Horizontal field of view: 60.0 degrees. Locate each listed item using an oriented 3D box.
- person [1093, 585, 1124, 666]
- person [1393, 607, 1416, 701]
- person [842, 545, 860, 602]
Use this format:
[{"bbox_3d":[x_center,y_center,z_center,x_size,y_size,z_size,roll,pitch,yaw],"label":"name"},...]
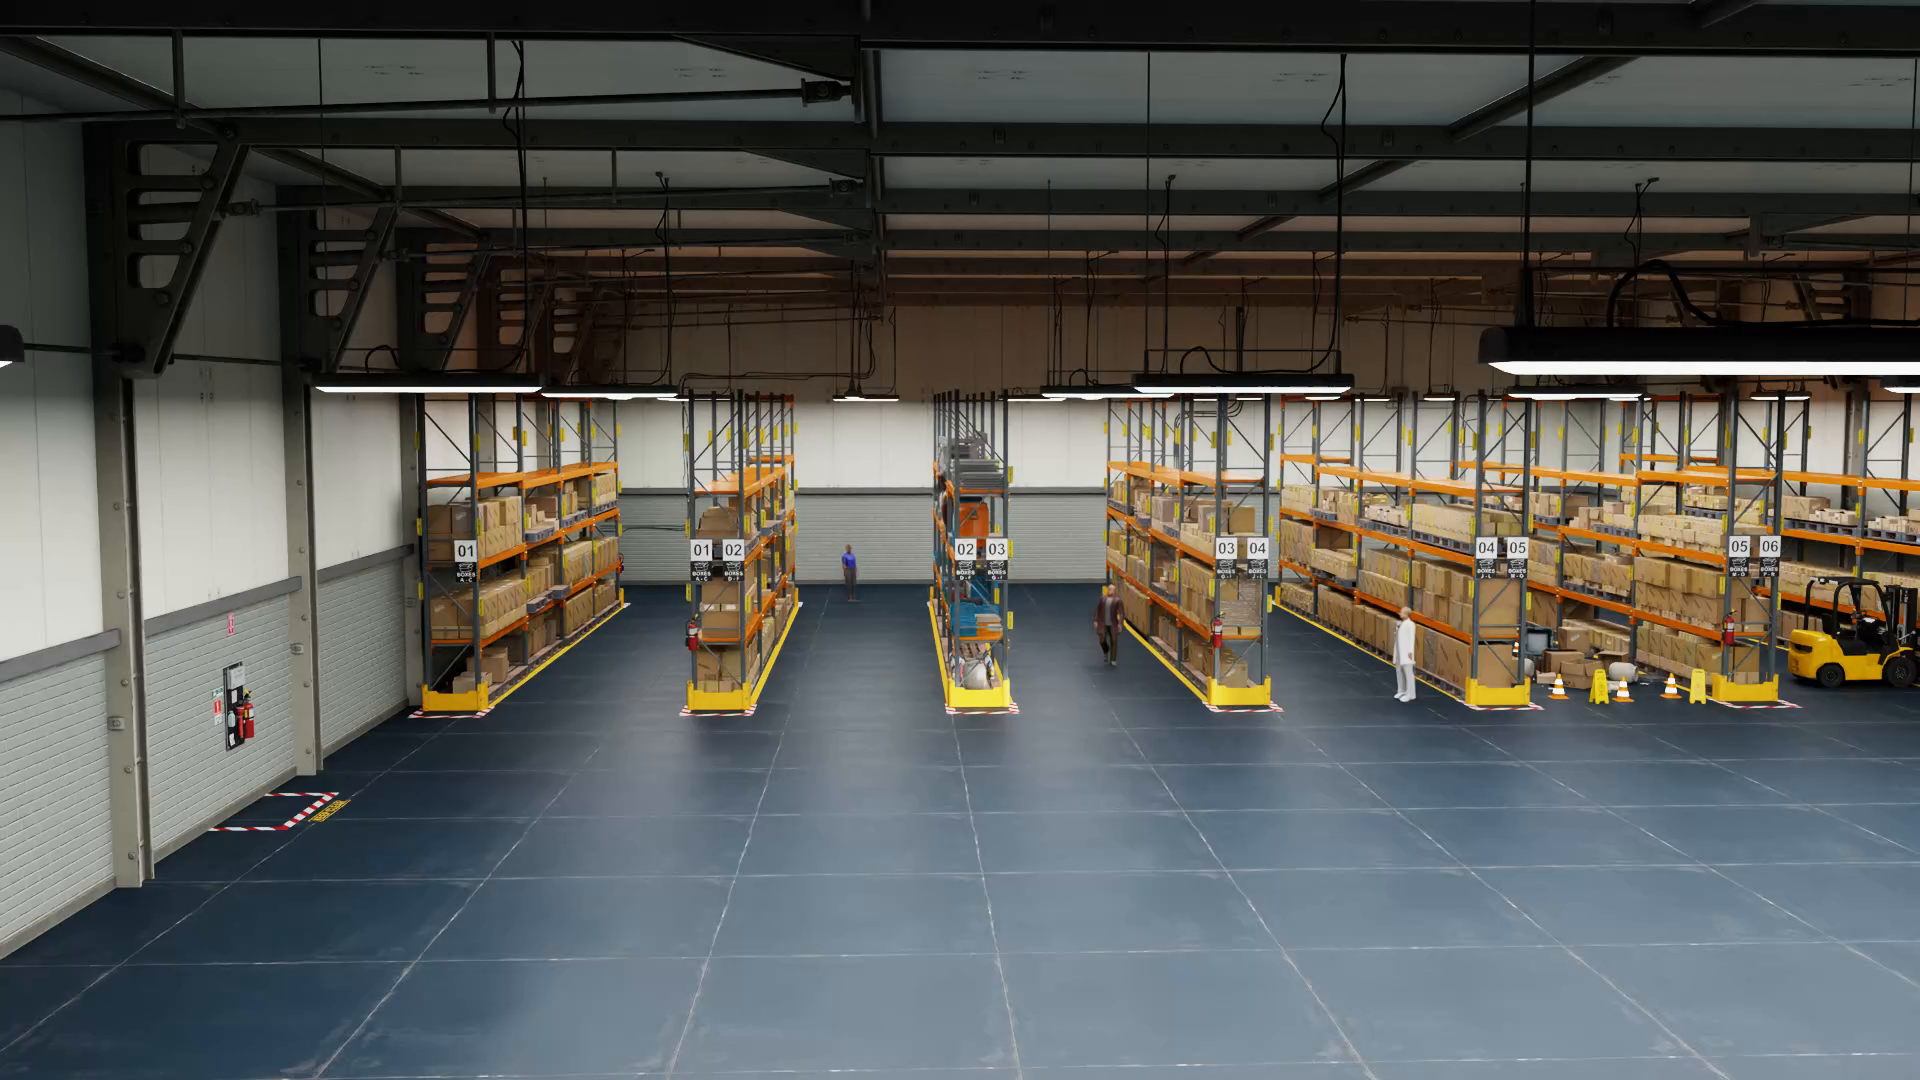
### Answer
[{"bbox_3d":[3.265,1.862,36.573,0.675,1.765,0.693,0,5,-2],"label":"person"},{"bbox_3d":[8.602,2.198,32.325,0.456,1.787,0.626,-2,5,-22],"label":"person"},{"bbox_3d":[-3.170,1.040,48.190,0.425,1.582,0.490,3,6,36],"label":"person"}]
